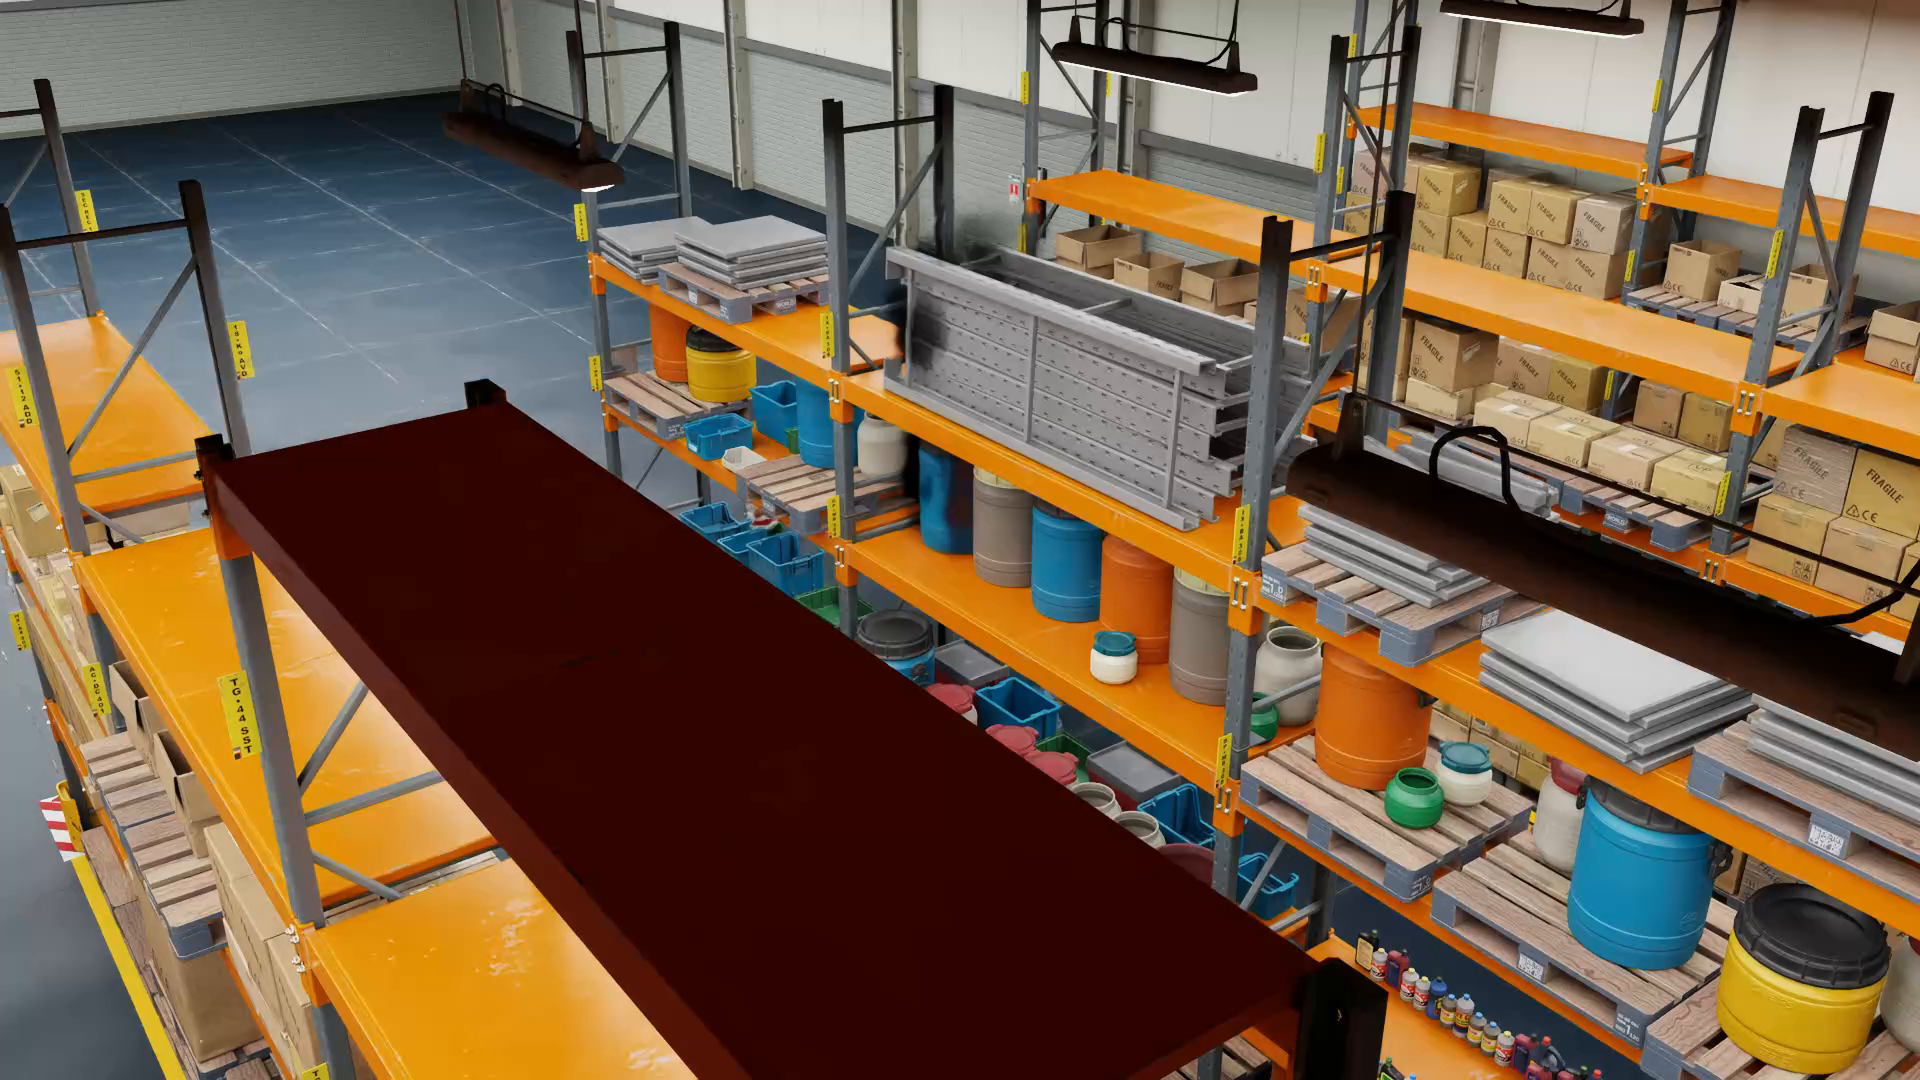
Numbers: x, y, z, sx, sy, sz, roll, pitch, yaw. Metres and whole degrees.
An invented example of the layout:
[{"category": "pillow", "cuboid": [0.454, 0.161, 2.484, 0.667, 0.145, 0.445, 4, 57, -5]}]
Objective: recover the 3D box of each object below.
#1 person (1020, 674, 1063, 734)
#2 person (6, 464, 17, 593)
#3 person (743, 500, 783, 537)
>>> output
[{"category": "person", "cuboid": [0.680, 0.922, 14.883, 0.660, 1.741, 0.692, 16, 29, 31]}, {"category": "person", "cuboid": [-9.365, 0.046, 16.815, 0.752, 1.757, 0.685, -4, 25, -8]}, {"category": "person", "cuboid": [-2.061, -0.152, 17.230, 0.729, 1.823, 0.652, 13, 28, 26]}]
